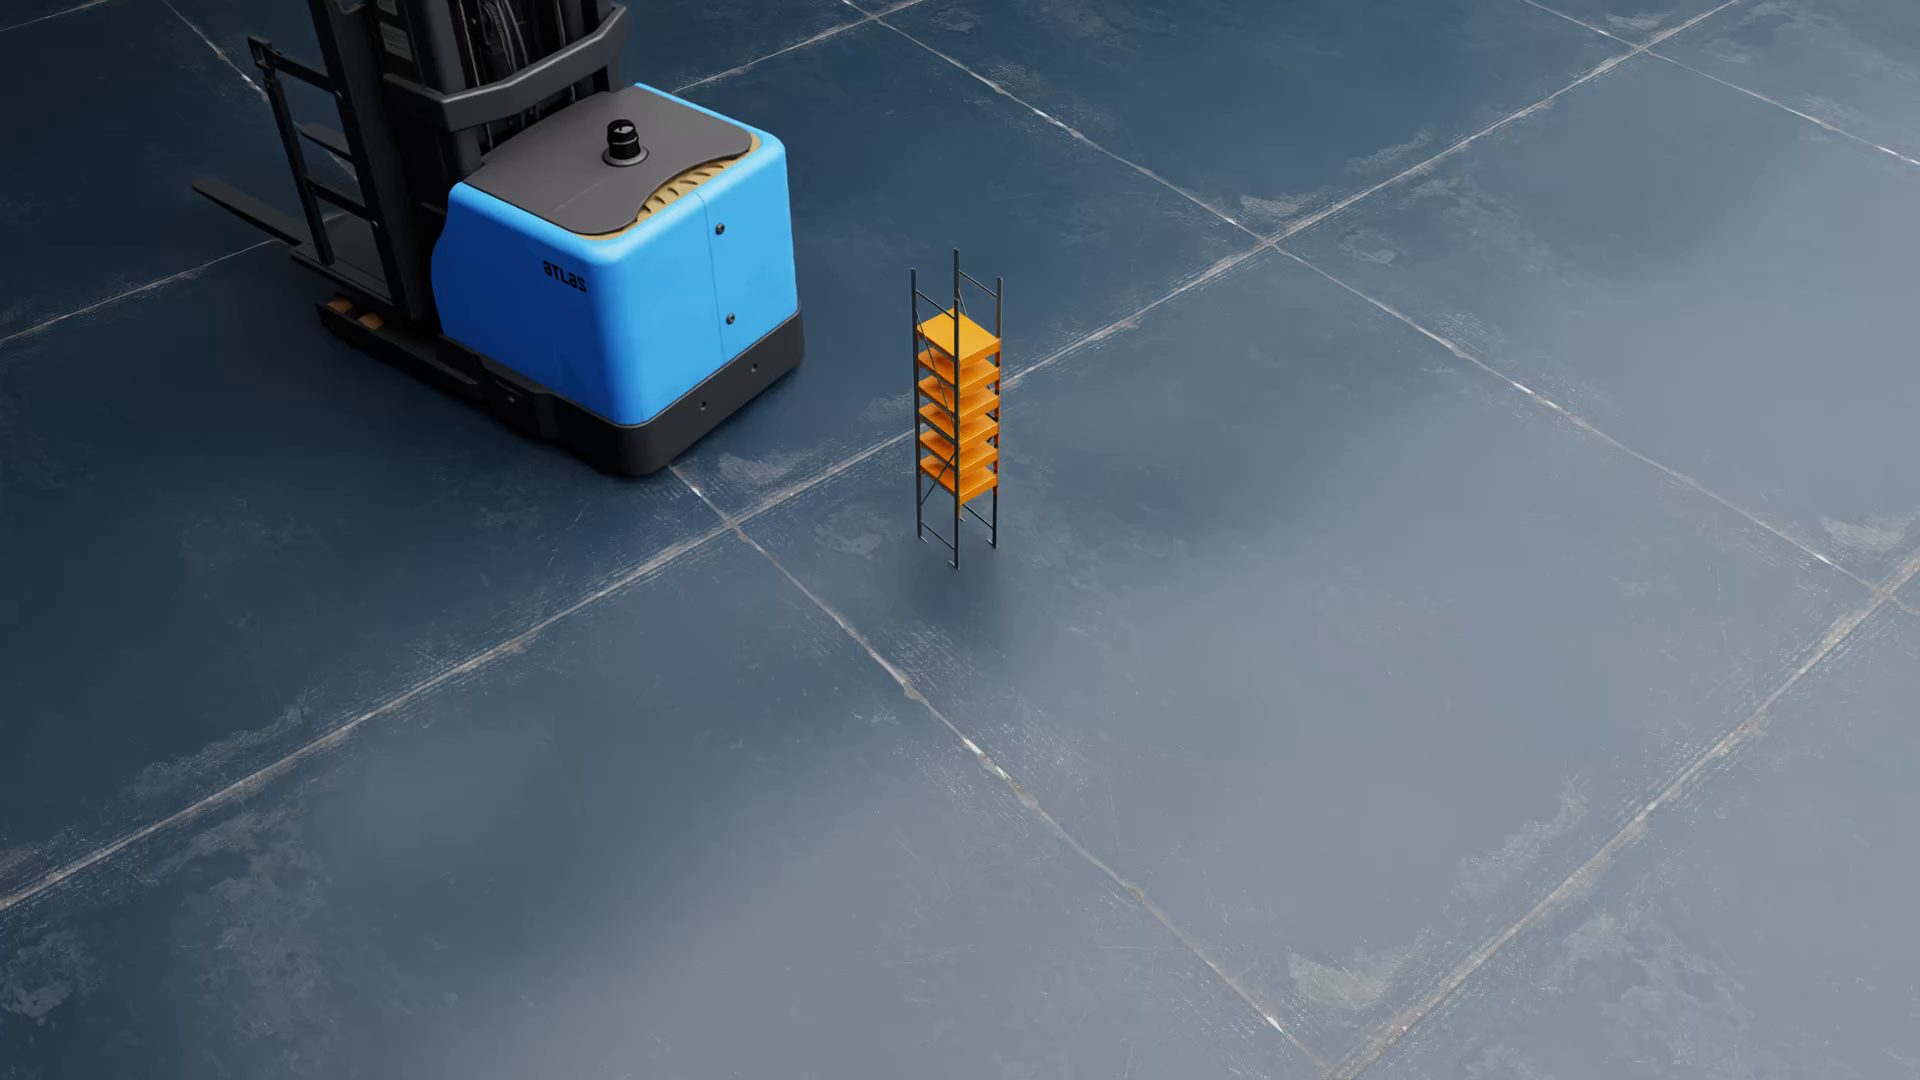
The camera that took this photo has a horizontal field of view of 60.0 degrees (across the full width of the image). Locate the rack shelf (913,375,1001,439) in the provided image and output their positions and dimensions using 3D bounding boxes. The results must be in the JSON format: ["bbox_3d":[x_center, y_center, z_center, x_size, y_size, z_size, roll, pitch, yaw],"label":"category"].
[{"bbox_3d":[-0.011,-0.486,5.781,0.180,0.103,0.258,-30,51,-28],"label":"rack shelf"}]

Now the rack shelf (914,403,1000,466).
[{"bbox_3d":[-0.011,-0.399,5.863,0.180,0.103,0.258,-30,51,-28],"label":"rack shelf"}]

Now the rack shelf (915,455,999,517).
[{"bbox_3d":[-0.011,-0.224,6.027,0.180,0.103,0.258,-30,51,-28],"label":"rack shelf"}]

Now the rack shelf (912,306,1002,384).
[{"bbox_3d":[-0.011,-0.661,5.616,0.180,0.103,0.258,-30,51,-28],"label":"rack shelf"}]

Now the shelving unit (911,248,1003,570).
[{"bbox_3d":[-0.011,-0.431,5.832,0.189,1.200,0.258,-30,51,-28],"label":"shelving unit"}]

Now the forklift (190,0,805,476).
[{"bbox_3d":[-2.140,-2.135,6.382,3.031,2.935,1.130,26,49,25],"label":"forklift"}]

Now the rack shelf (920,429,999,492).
[{"bbox_3d":[-0.011,-0.311,5.945,0.180,0.103,0.258,-30,51,-28],"label":"rack shelf"}]

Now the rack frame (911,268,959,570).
[{"bbox_3d":[-0.081,-0.391,5.790,0.006,1.200,0.240,-30,51,-28],"label":"rack frame"}]

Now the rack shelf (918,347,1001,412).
[{"bbox_3d":[-0.011,-0.574,5.699,0.180,0.103,0.258,-30,51,-28],"label":"rack shelf"}]

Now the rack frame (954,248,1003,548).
[{"bbox_3d":[0.059,-0.471,5.875,0.006,1.200,0.240,-30,51,-28],"label":"rack frame"}]
